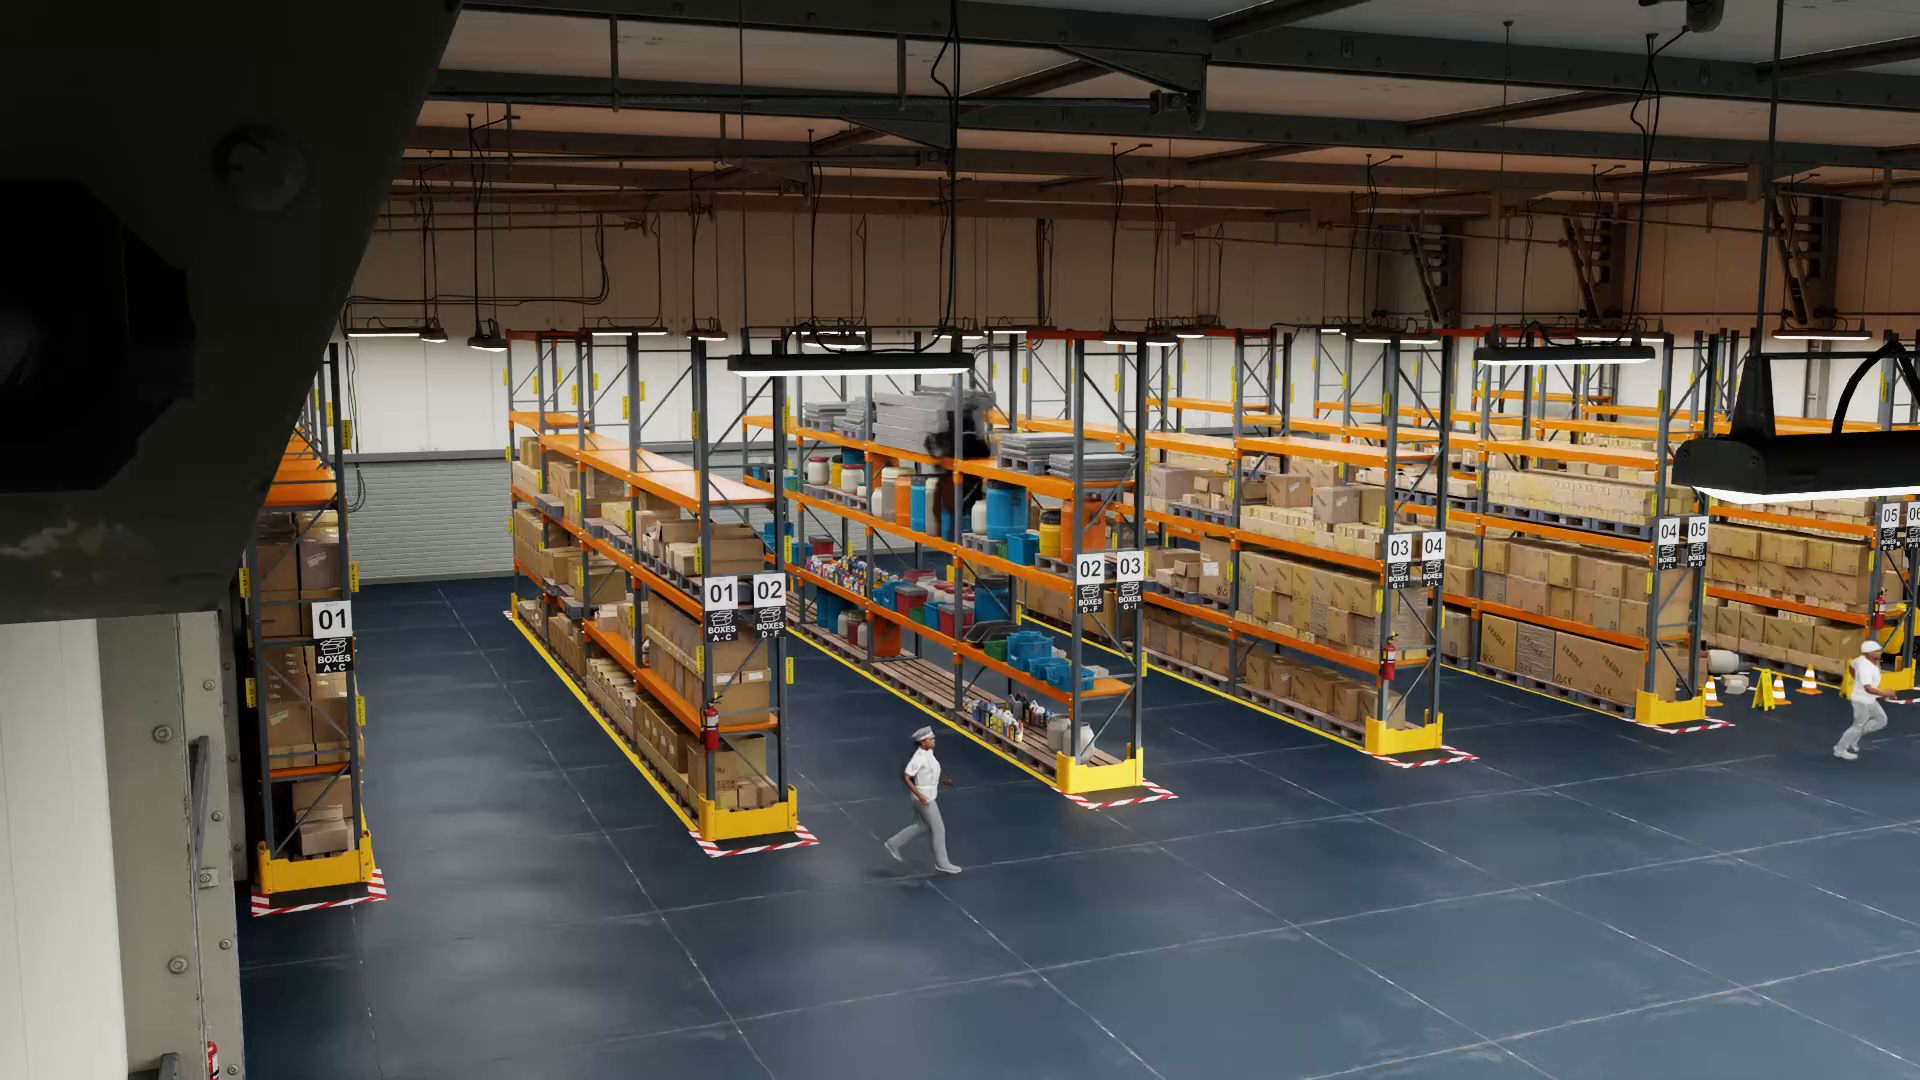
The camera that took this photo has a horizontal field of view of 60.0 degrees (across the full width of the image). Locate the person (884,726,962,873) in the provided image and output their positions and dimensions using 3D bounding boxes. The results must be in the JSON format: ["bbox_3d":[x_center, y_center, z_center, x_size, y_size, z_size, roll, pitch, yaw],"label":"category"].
[{"bbox_3d":[-0.431,2.933,18.870,0.905,1.687,0.598,1,8,6],"label":"person"}]

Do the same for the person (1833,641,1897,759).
[{"bbox_3d":[12.886,2.265,23.624,0.743,1.715,0.726,5,9,31],"label":"person"}]
